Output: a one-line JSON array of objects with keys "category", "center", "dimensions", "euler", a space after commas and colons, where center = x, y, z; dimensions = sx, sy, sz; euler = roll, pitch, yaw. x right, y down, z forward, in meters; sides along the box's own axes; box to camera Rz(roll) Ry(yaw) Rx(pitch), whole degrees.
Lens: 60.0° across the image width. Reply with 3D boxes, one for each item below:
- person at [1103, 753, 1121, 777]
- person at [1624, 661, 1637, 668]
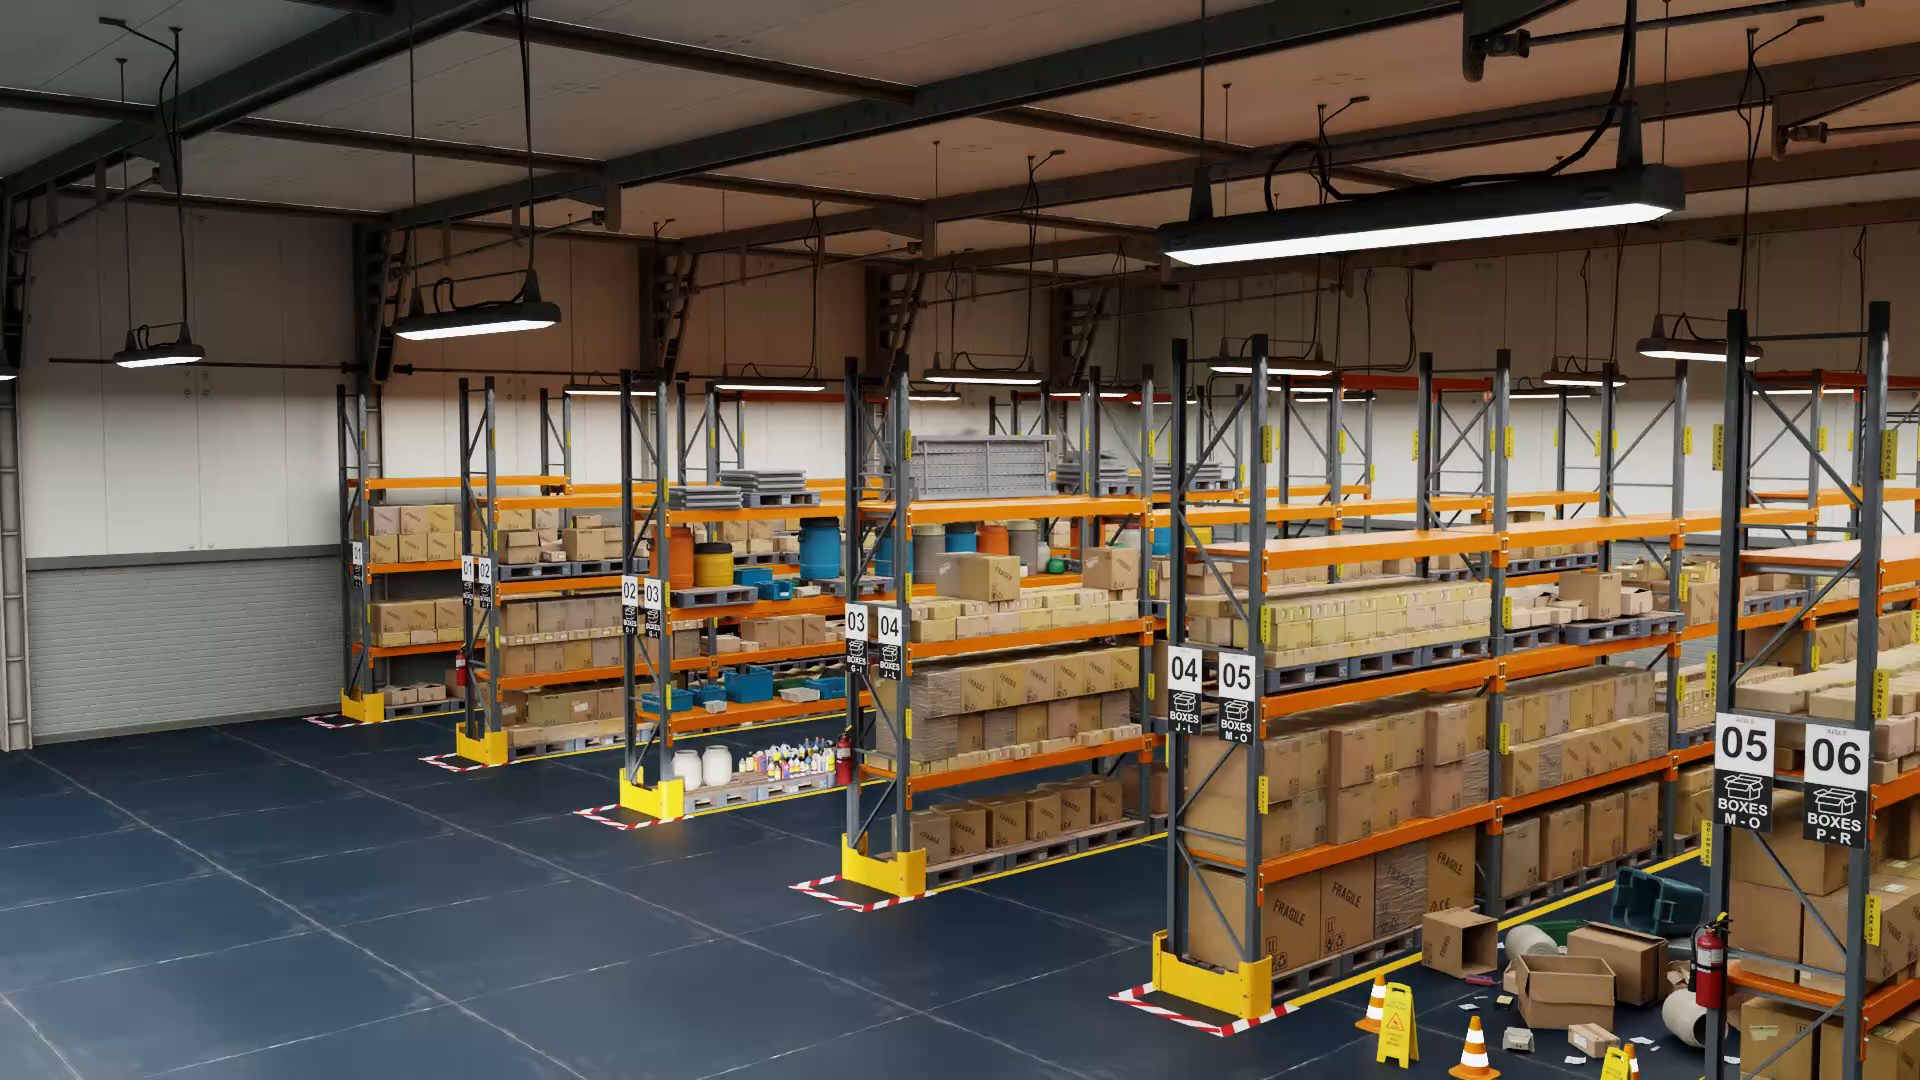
[{"category": "person", "center": [2.245, 2.646, 24.986], "dimensions": [0.652, 1.859, 0.832], "euler": [3, 5, 38]}, {"category": "person", "center": [9.857, 2.697, 24.432], "dimensions": [0.810, 1.858, 0.740], "euler": [-3, 5, -42]}]
